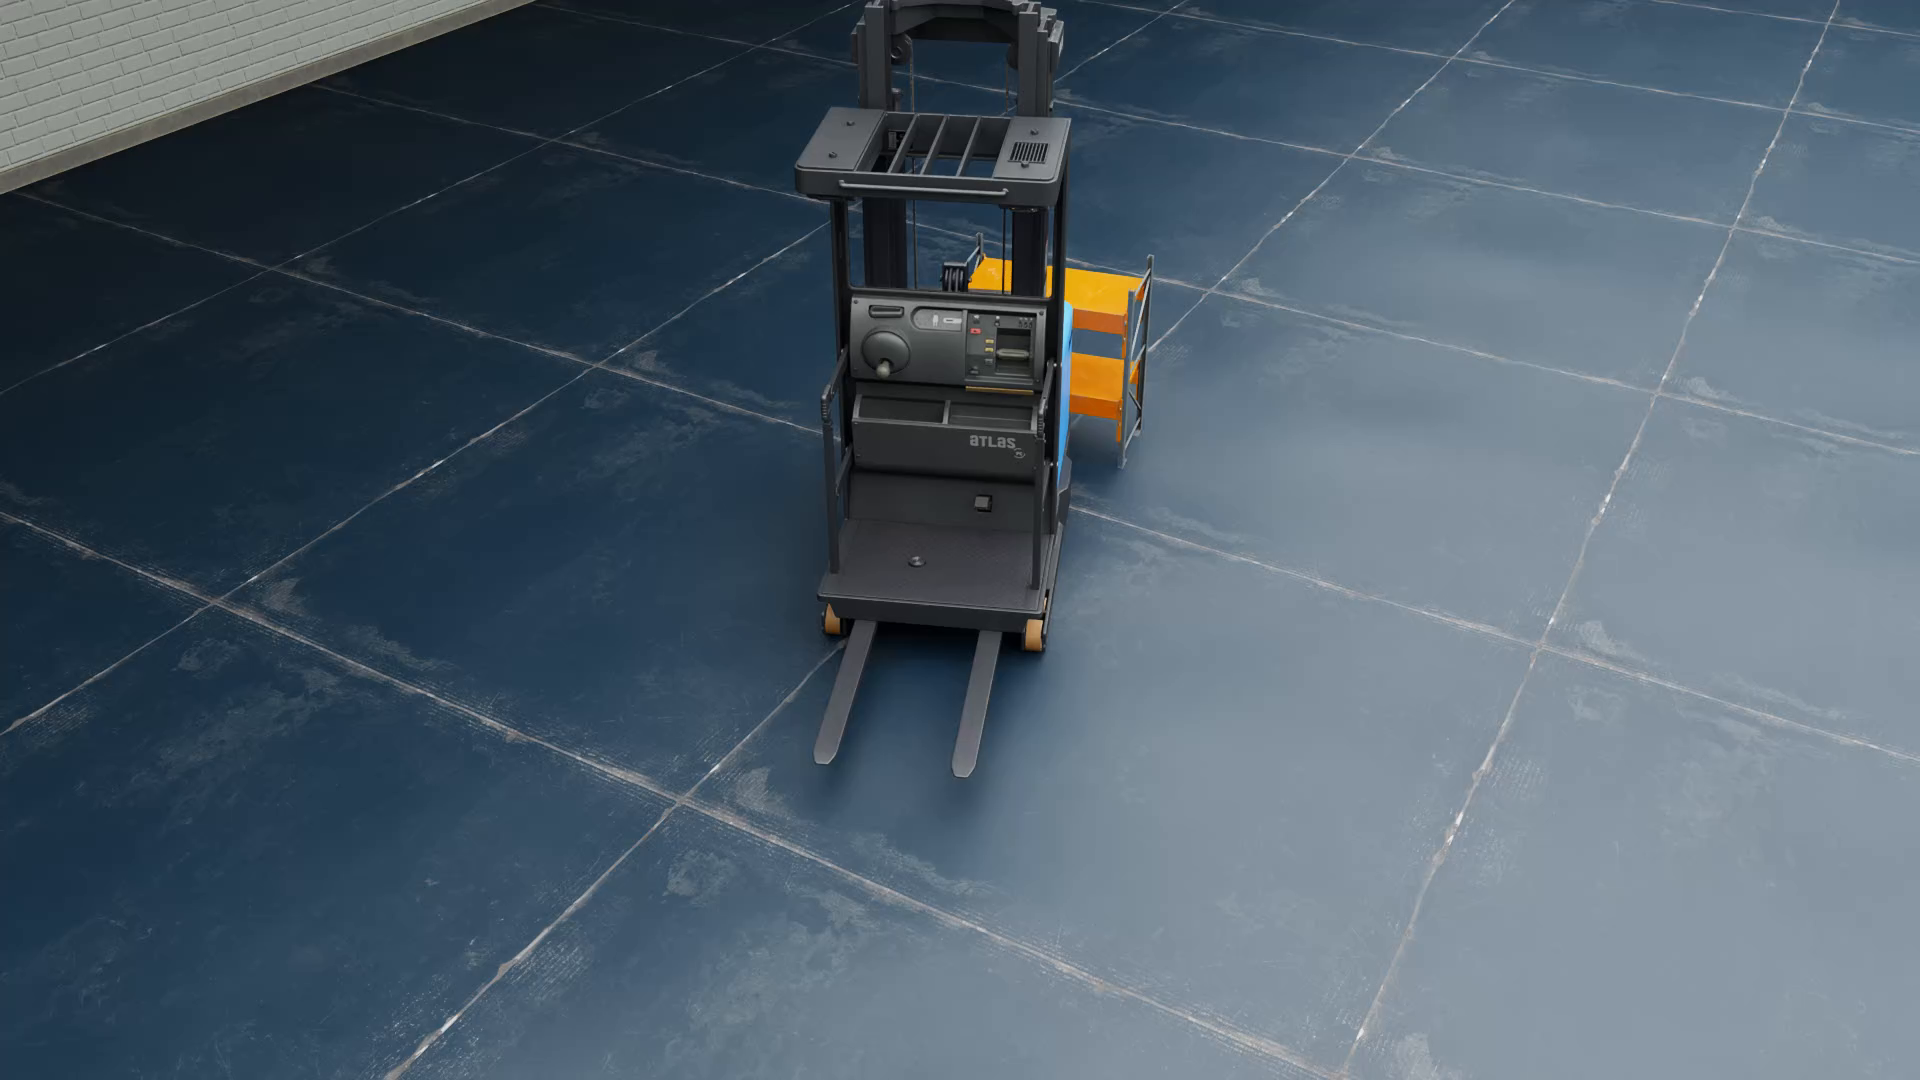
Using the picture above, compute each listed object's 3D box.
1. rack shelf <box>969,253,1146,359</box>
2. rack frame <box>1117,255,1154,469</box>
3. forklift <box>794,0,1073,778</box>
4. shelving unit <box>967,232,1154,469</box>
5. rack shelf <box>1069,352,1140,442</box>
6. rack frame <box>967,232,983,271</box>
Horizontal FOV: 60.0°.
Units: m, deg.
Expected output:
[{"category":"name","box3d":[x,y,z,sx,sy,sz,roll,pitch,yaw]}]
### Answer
[{"category":"rack shelf","box3d":[0.524,-1.346,9.499,1.000,0.278,0.538,10,35,15]},{"category":"rack frame","box3d":[1.006,-1.013,9.528,0.032,1.125,0.500,10,35,15]},{"category":"forklift","box3d":[-0.087,-0.877,7.694,1.130,2.935,3.031,4,34,7]},{"category":"shelving unit","box3d":[0.524,-1.102,9.661,1.048,1.125,0.538,10,35,15]},{"category":"rack shelf","box3d":[0.524,-0.898,9.796,1.000,0.278,0.538,10,35,15]},{"category":"rack frame","box3d":[0.041,-1.191,9.794,0.032,1.125,0.500,10,35,15]}]
